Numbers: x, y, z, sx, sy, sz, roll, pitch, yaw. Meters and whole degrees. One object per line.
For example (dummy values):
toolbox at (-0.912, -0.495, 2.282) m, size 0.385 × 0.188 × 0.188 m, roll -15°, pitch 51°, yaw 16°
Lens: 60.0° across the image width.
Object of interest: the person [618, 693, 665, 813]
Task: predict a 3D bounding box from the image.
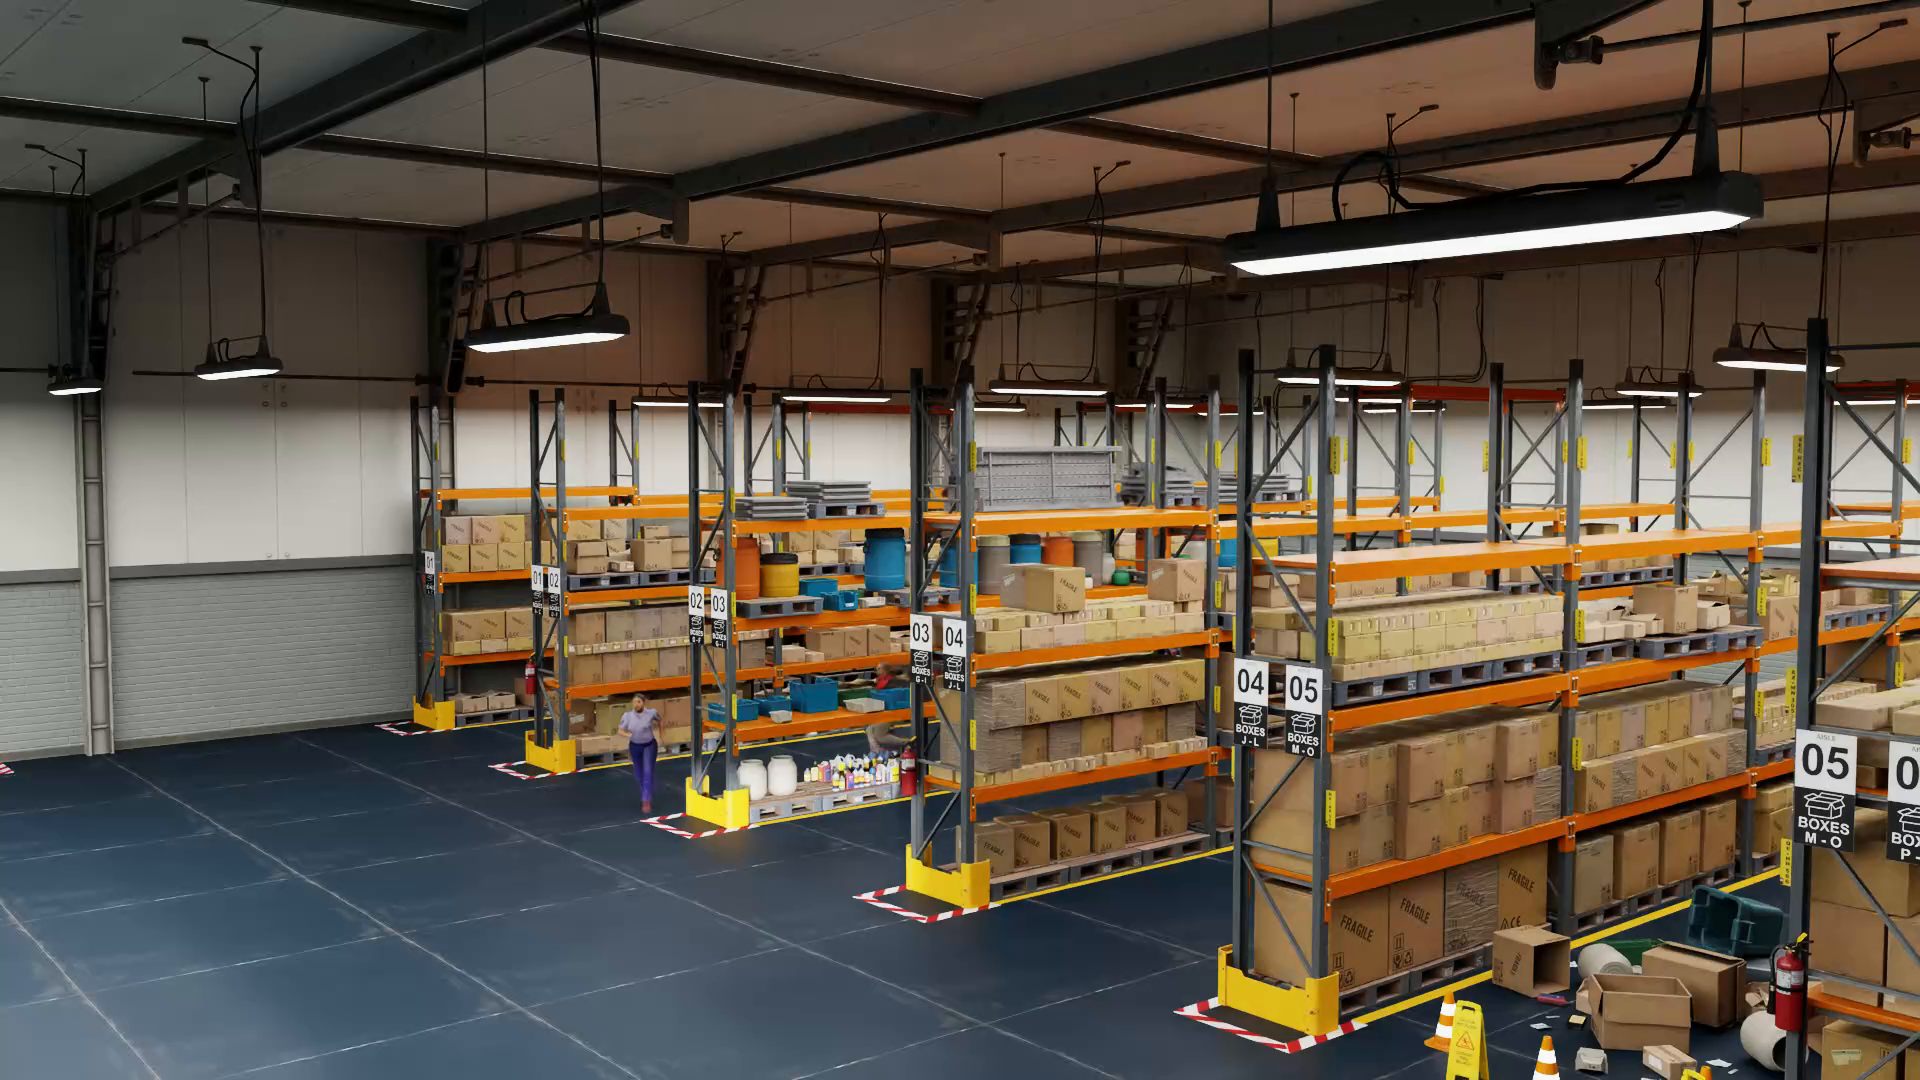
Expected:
person at (-4.494, 2.967, 23.522) m, size 0.618 × 1.643 × 0.949 m, roll 0°, pitch 3°, yaw 2°

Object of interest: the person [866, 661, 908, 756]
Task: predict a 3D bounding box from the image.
person at (-1.189, 2.763, 26.567) m, size 0.787 × 1.677 × 0.711 m, roll 0°, pitch 3°, yaw -5°

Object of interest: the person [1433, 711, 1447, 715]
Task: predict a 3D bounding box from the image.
person at (6.242, 3.017, 21.521) m, size 0.720 × 1.742 × 0.748 m, roll -2°, pitch 4°, yaw -36°
